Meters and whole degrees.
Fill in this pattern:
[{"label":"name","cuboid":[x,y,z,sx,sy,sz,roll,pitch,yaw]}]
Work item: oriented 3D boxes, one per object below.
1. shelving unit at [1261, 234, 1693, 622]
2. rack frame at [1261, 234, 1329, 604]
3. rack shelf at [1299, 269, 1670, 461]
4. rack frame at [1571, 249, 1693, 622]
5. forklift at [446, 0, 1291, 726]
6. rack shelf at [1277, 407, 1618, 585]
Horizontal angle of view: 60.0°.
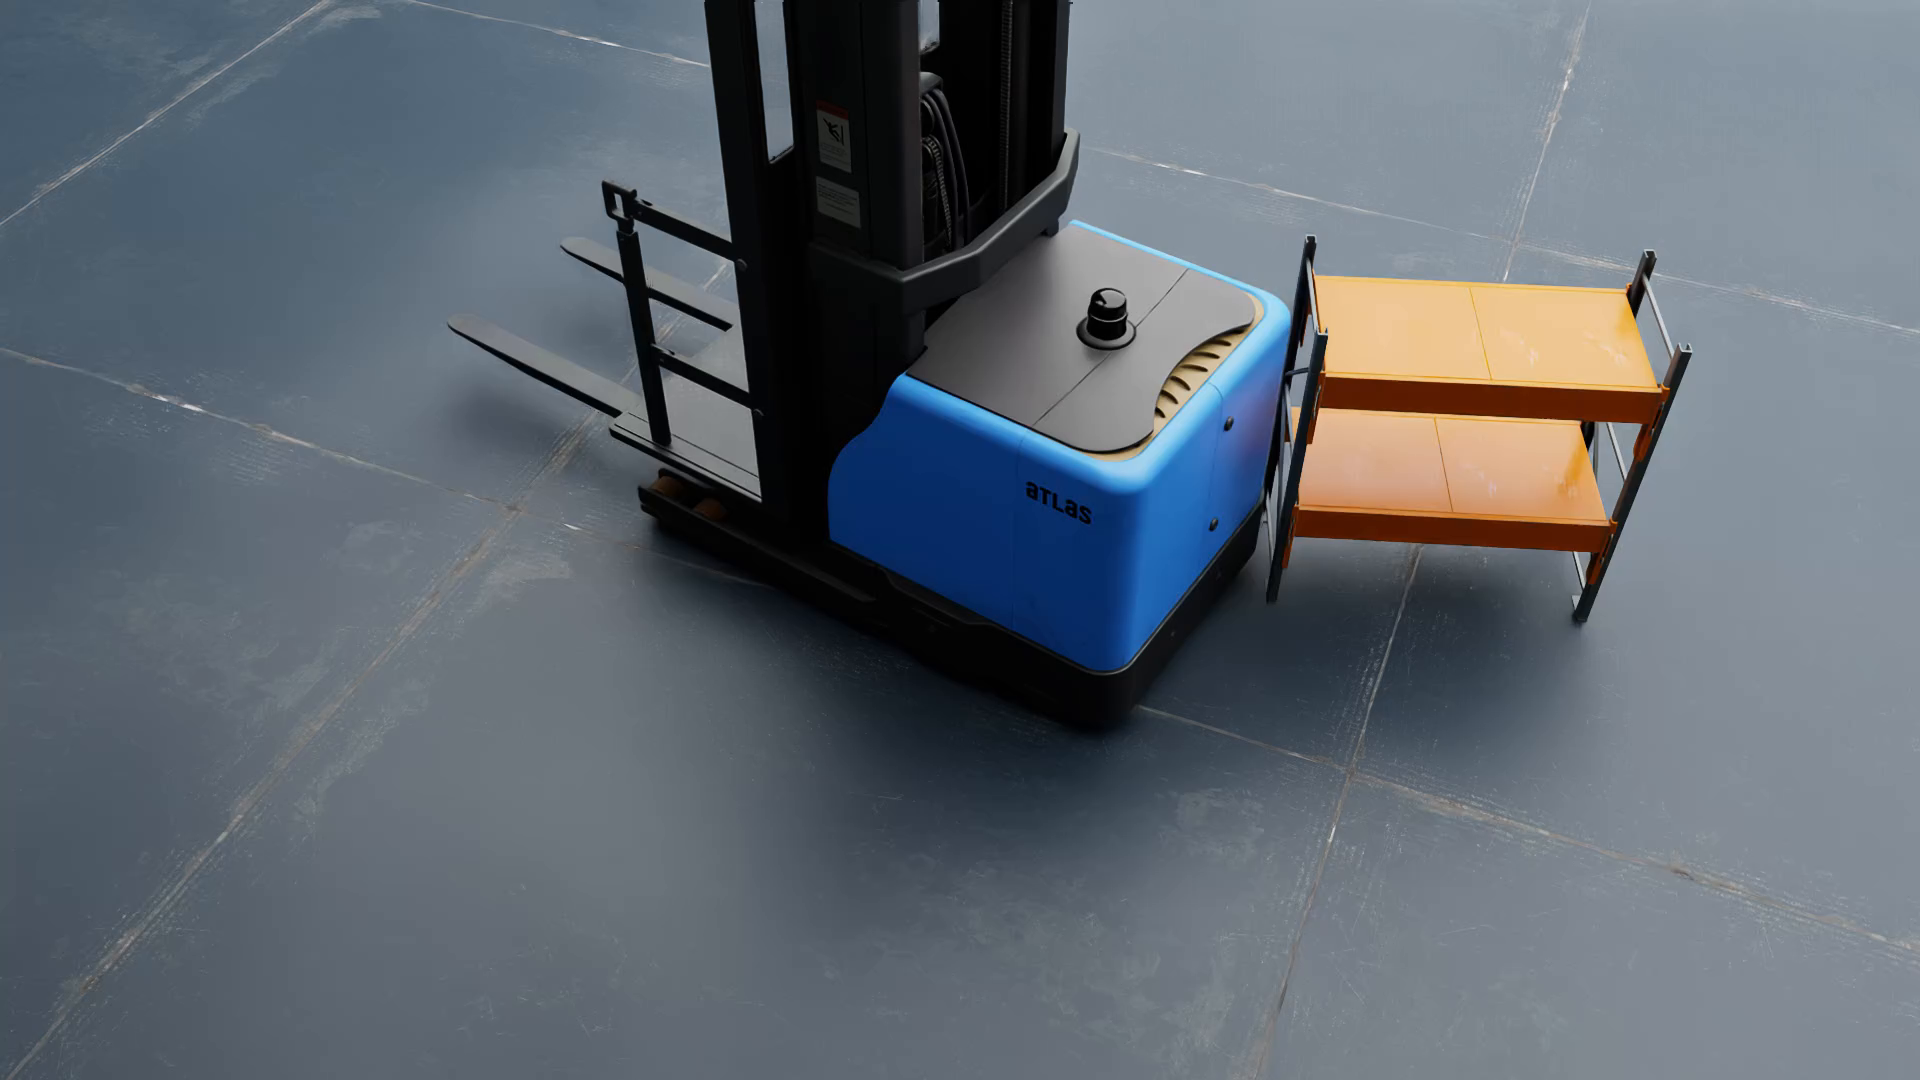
[{"label":"shelving unit","cuboid":[1.563,-0.334,5.288,1.048,1.125,0.538,3,45,3]},{"label":"rack frame","cuboid":[1.056,-0.362,5.316,0.032,1.125,0.500,3,45,3]},{"label":"rack shelf","cuboid":[1.563,-0.542,5.082,1.000,0.278,0.538,3,45,3]},{"label":"rack frame","cuboid":[2.070,-0.307,5.261,0.032,1.125,0.500,3,45,3]},{"label":"forklift","cuboid":[-0.501,-1.298,4.976,3.031,2.935,1.130,26,50,24]},{"label":"rack shelf","cuboid":[1.563,-0.161,5.461,1.000,0.278,0.538,3,45,3]}]
